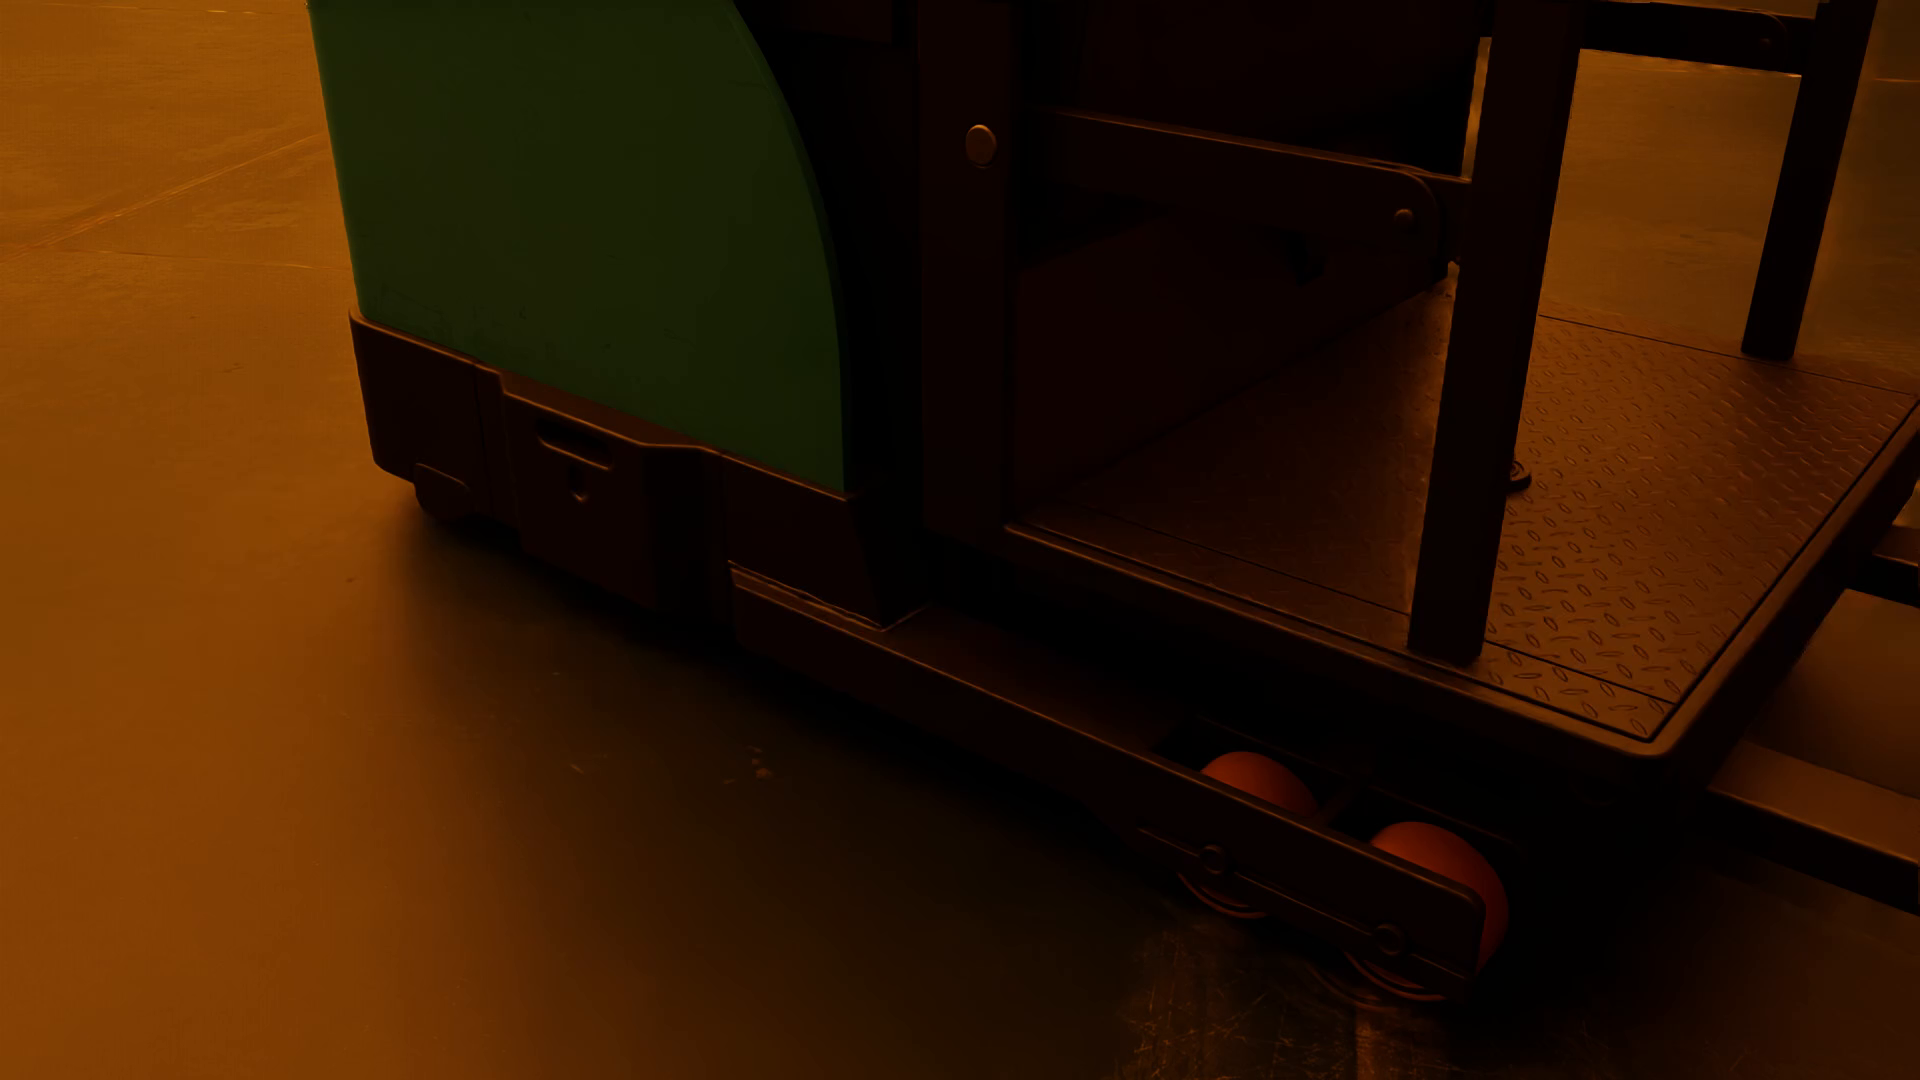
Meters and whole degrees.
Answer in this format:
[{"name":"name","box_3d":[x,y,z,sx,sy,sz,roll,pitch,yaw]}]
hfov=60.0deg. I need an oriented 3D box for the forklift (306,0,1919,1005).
[{"name":"forklift","box_3d":[0.541,-1.133,1.492,3.031,2.935,1.130,20,33,34]}]
